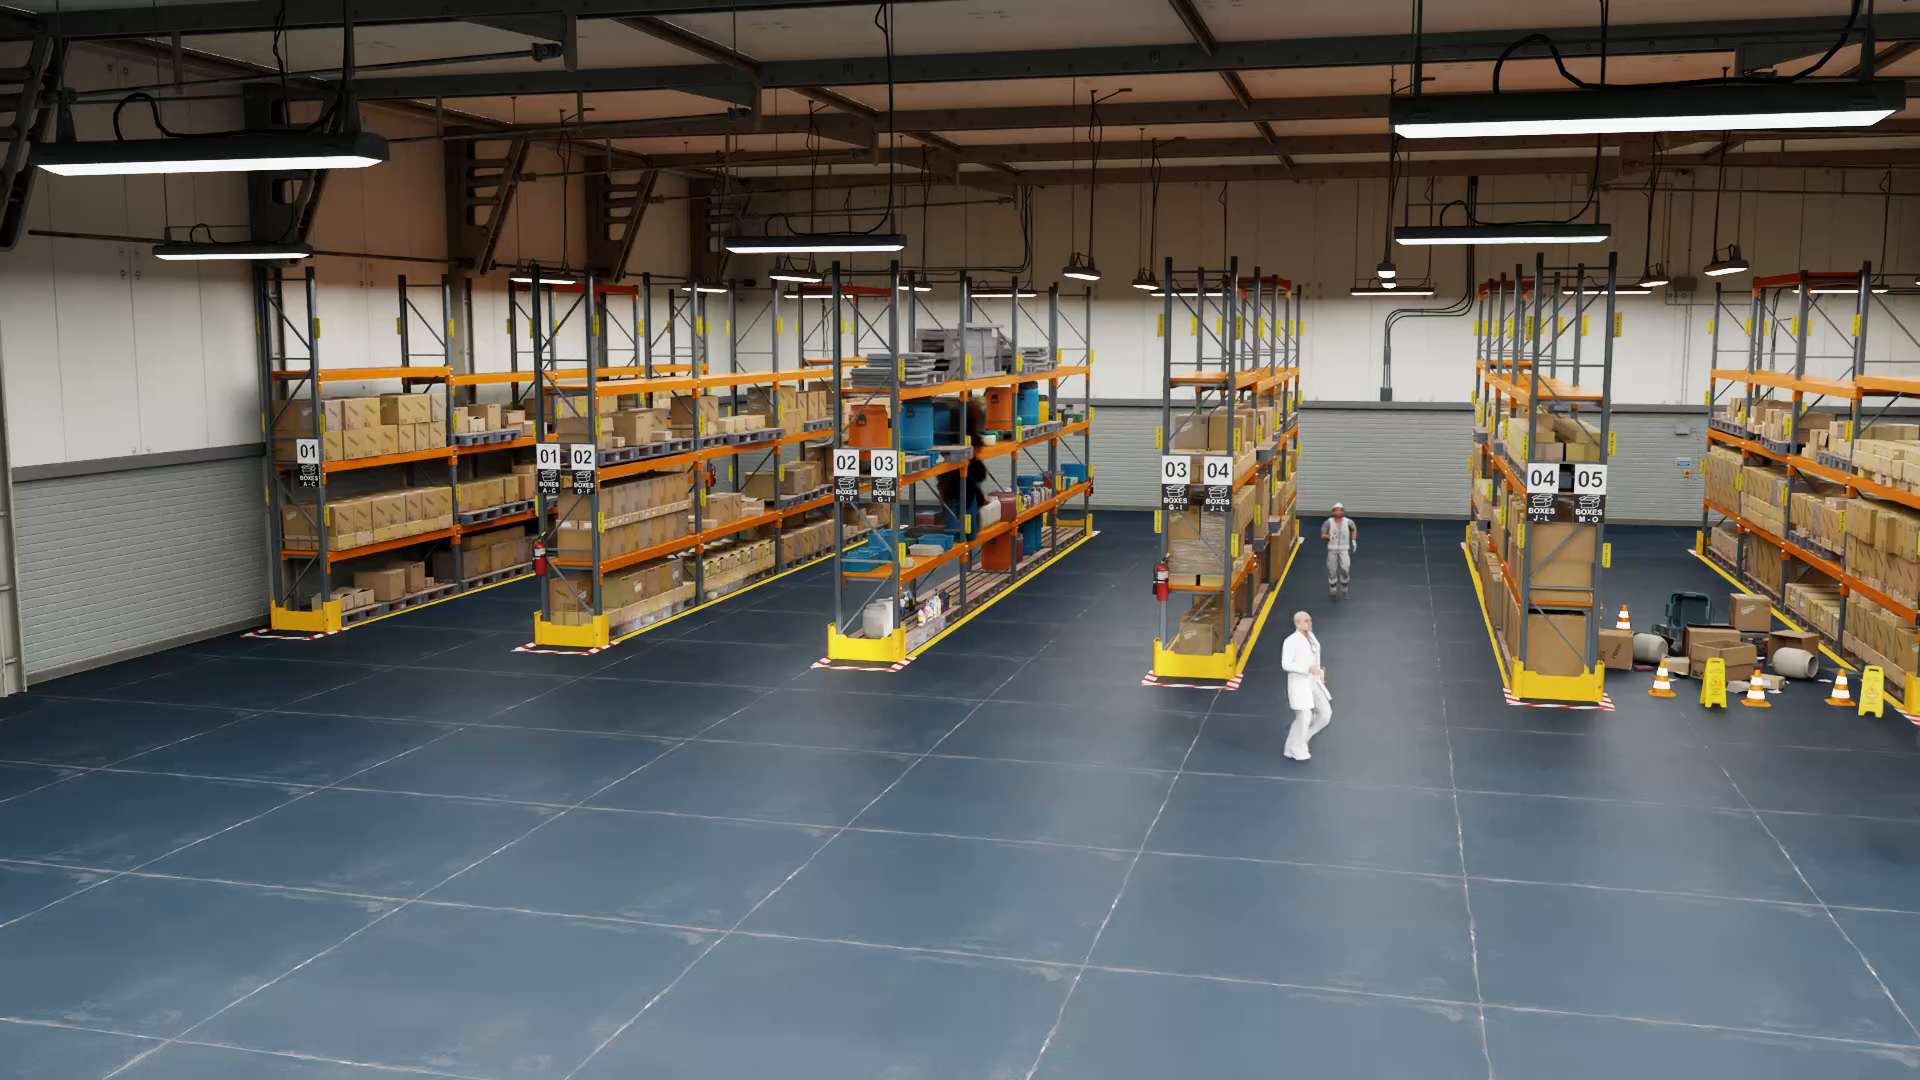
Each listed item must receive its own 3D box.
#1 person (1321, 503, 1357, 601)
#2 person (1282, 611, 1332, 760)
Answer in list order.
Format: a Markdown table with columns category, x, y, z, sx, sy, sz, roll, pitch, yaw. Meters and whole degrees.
| category | x | y | z | sx | sy | sz | roll | pitch | yaw |
| --- | --- | --- | --- | --- | --- | --- | --- | --- | --- |
| person | 7.000 | 0.228 | 30.746 | 0.652 | 1.824 | 0.714 | 1 | 7 | 11 |
| person | 4.044 | 1.700 | 19.243 | 0.695 | 1.739 | 0.636 | -6 | 9 | -39 |
